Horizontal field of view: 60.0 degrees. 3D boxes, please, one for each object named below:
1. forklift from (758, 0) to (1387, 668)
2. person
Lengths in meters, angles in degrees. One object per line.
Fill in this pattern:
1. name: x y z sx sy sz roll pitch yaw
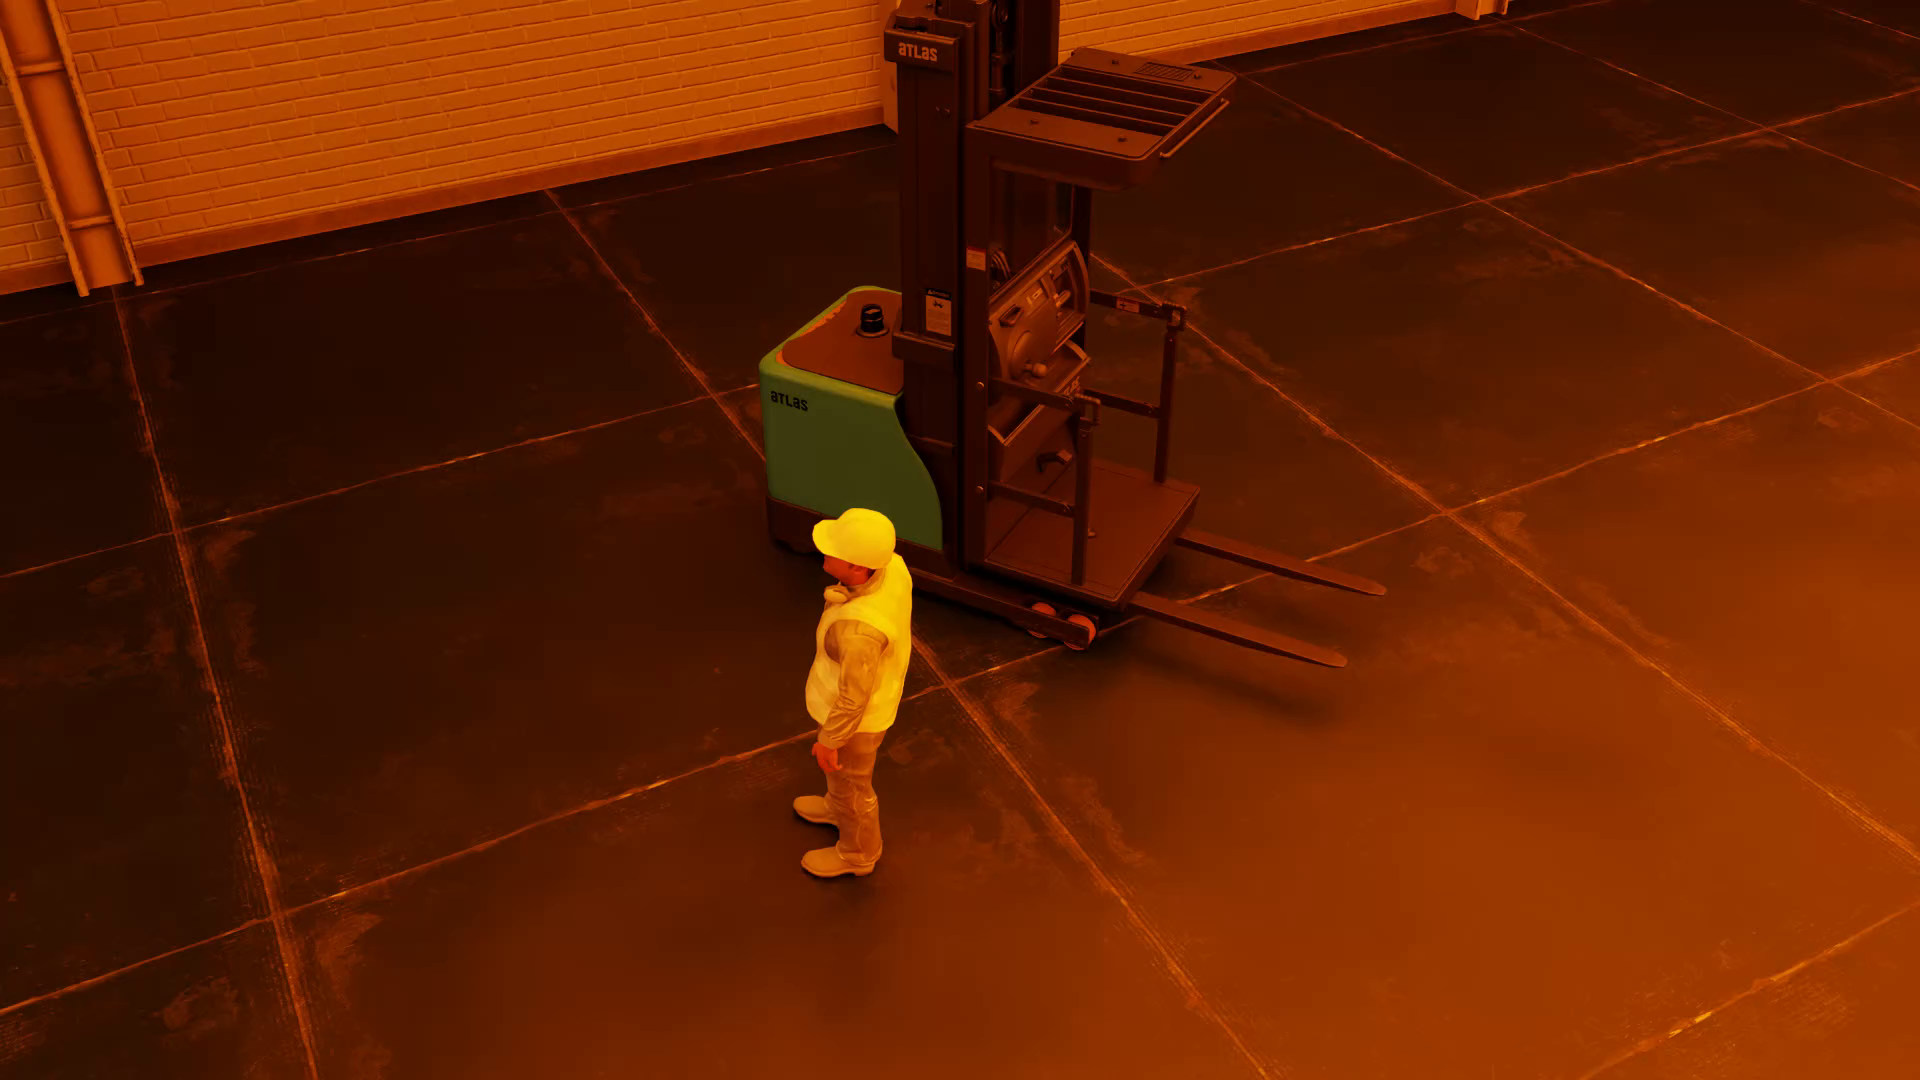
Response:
1. forklift: 0.550 -1.026 7.574 3.031 2.935 1.130 17 39 23
2. person: -0.466 0.587 6.283 0.570 1.773 0.630 6 36 8
